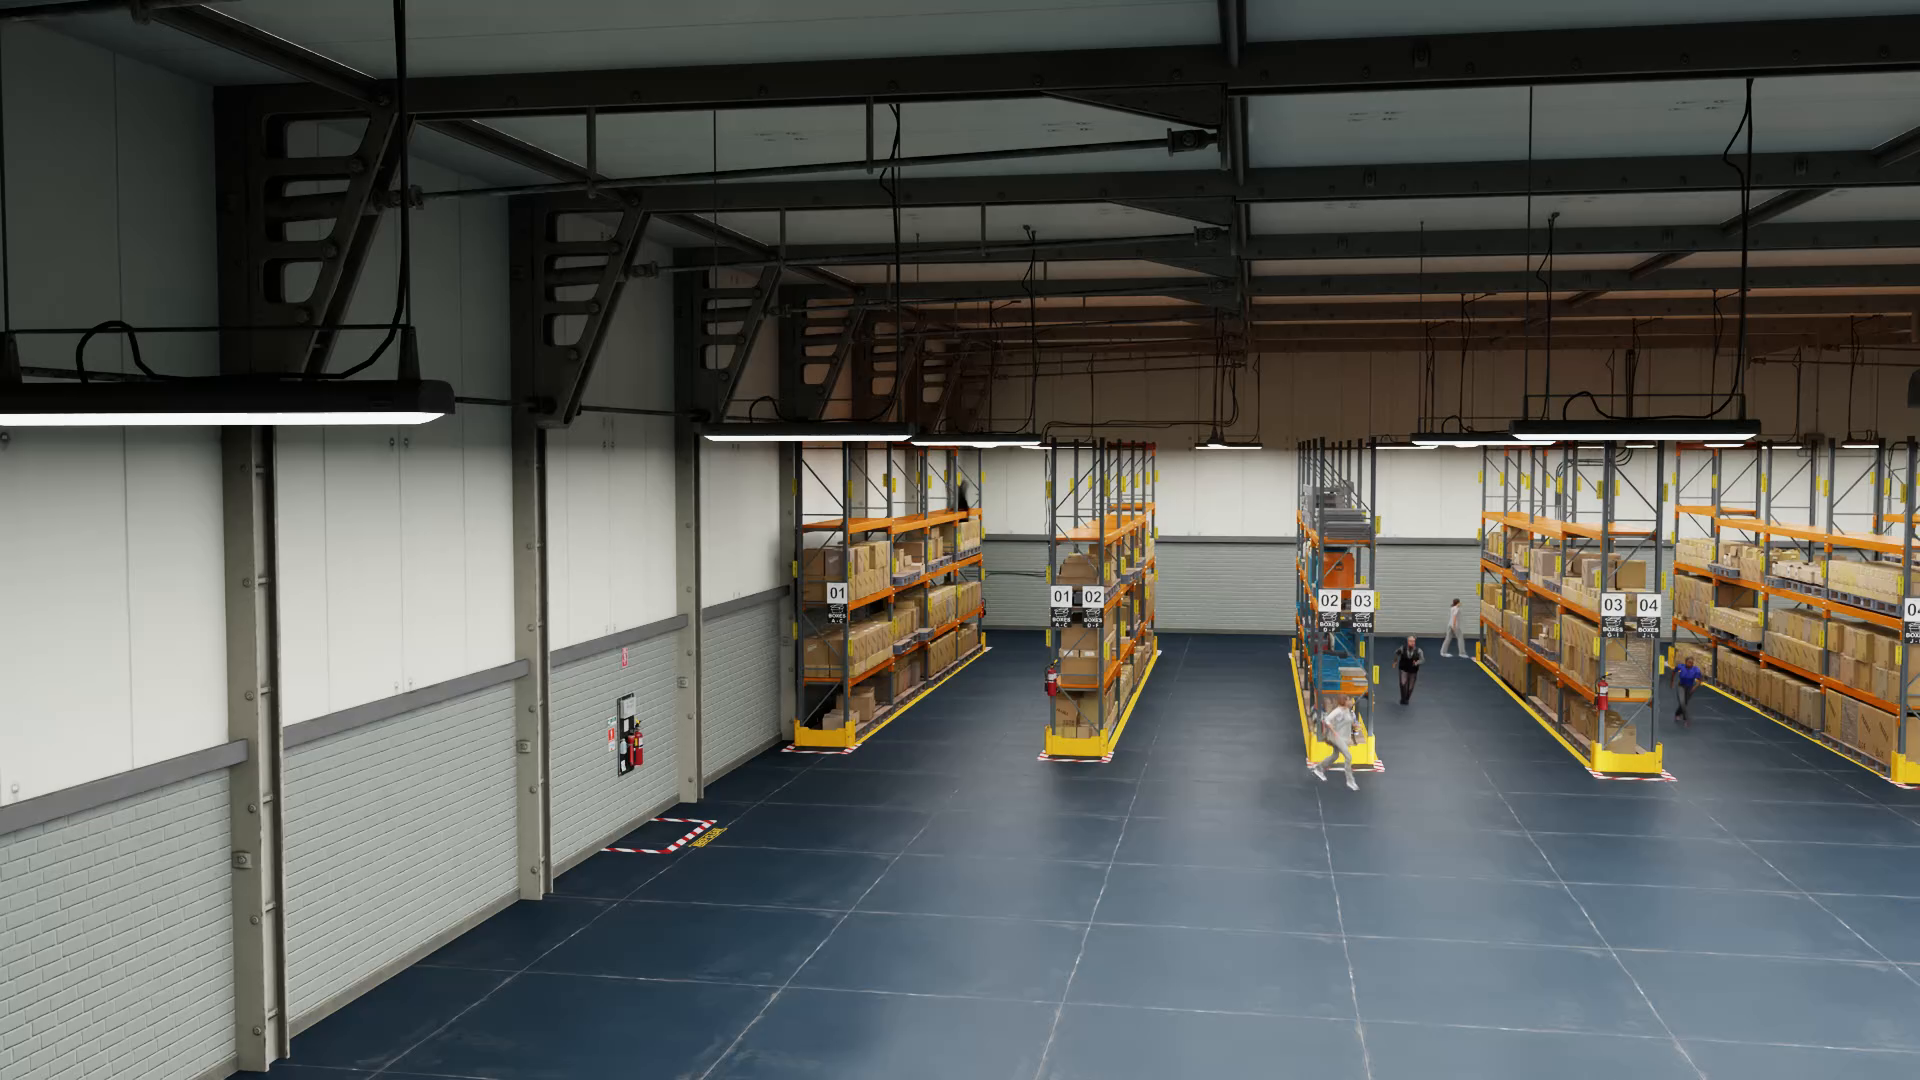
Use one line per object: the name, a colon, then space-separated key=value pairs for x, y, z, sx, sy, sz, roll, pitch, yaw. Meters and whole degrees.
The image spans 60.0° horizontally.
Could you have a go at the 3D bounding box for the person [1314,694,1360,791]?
person: x=6.417 y=3.431 z=28.310 sx=0.869 sy=1.598 sz=0.565 roll=2 pitch=4 yaw=32

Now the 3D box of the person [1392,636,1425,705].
person: x=10.061 y=2.937 z=37.288 sx=0.653 sy=1.590 sz=0.960 roll=0 pitch=3 yaw=7

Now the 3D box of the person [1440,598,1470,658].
person: x=13.776 y=2.445 z=46.358 sx=0.829 sy=1.654 sz=0.483 roll=-1 pitch=3 yaw=-15

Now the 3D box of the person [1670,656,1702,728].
person: x=15.163 y=3.121 z=34.794 sx=0.587 sy=1.508 sz=0.996 roll=1 pitch=3 yaw=15
